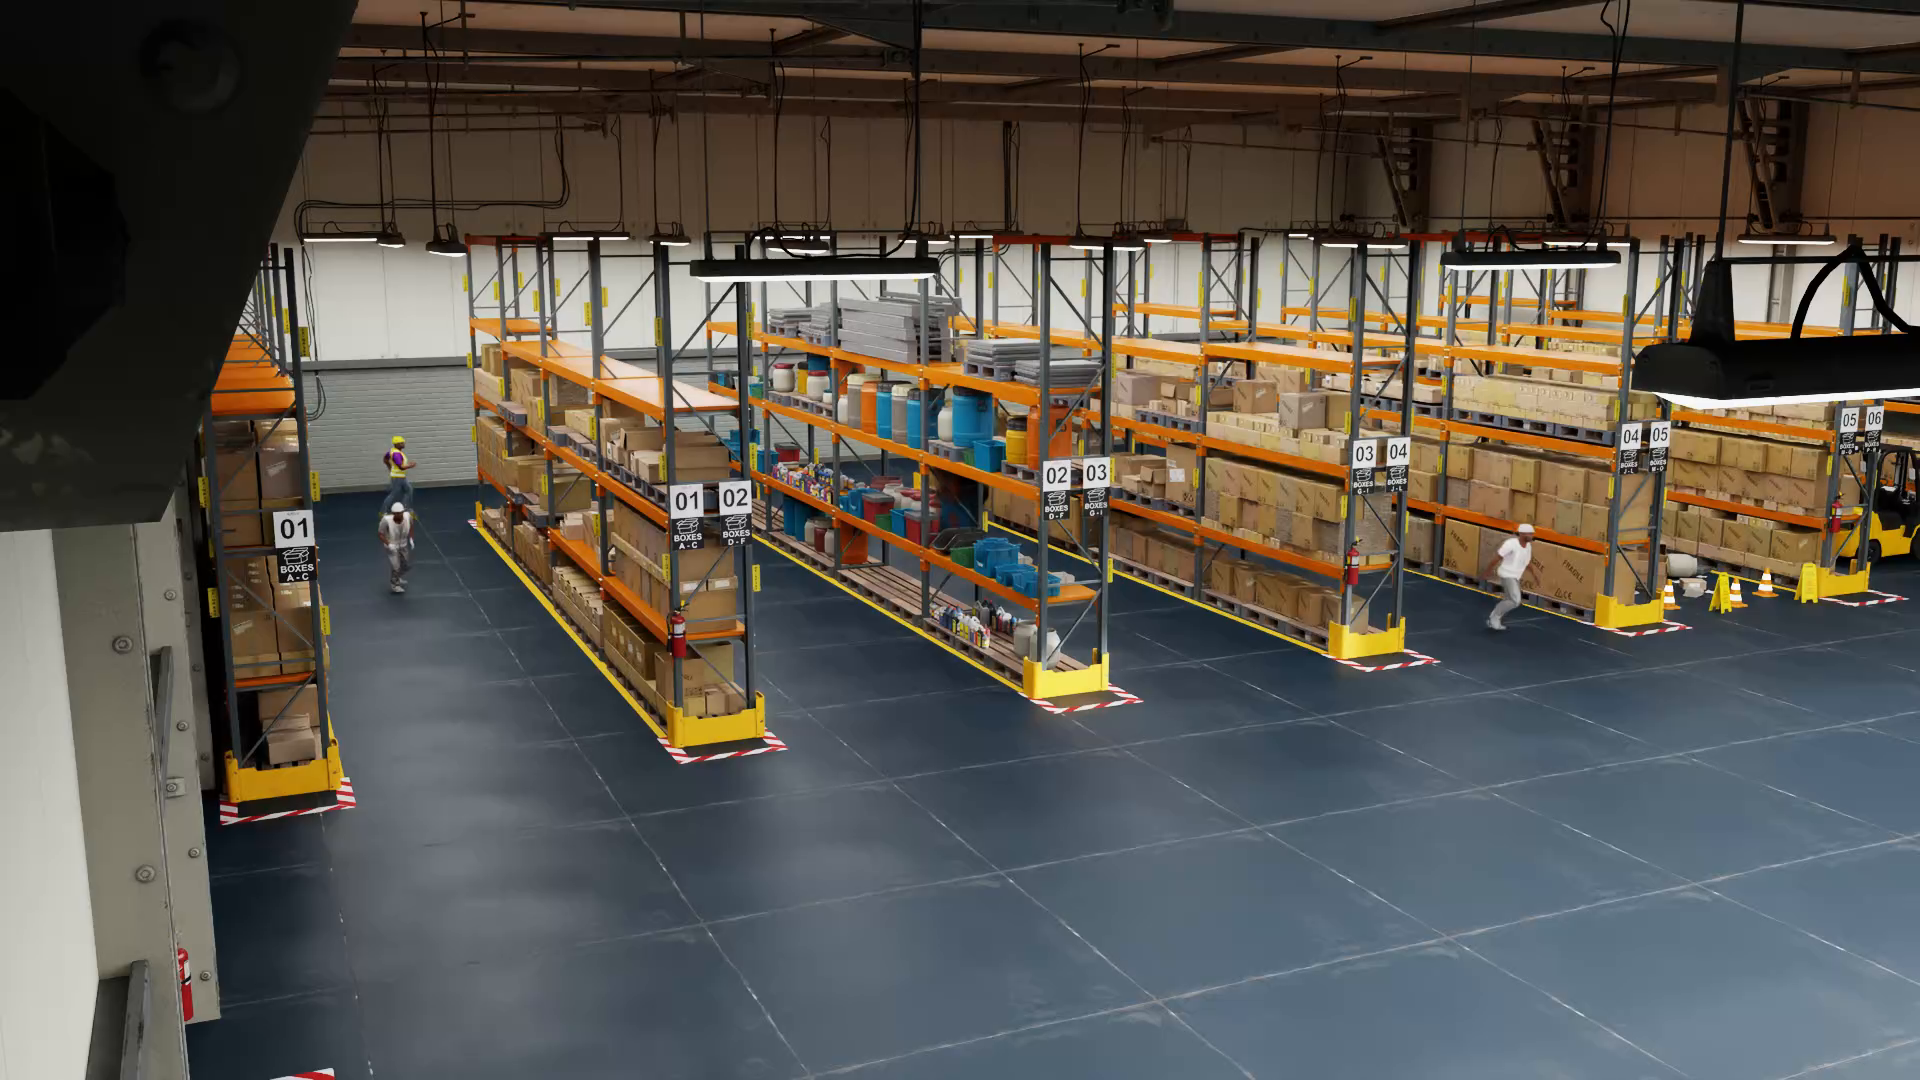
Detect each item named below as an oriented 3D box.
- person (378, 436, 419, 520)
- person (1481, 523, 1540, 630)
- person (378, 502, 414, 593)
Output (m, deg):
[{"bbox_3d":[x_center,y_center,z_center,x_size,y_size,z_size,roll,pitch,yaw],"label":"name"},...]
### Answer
[{"bbox_3d":[-11.866,-1.286,35.089,0.865,1.822,0.687,-3,11,-17],"label":"person"},{"bbox_3d":[8.535,0.563,25.707,0.658,1.699,0.733,-10,15,-43],"label":"person"},{"bbox_3d":[-9.609,0.106,28.310,0.936,1.614,0.664,10,15,42],"label":"person"}]
